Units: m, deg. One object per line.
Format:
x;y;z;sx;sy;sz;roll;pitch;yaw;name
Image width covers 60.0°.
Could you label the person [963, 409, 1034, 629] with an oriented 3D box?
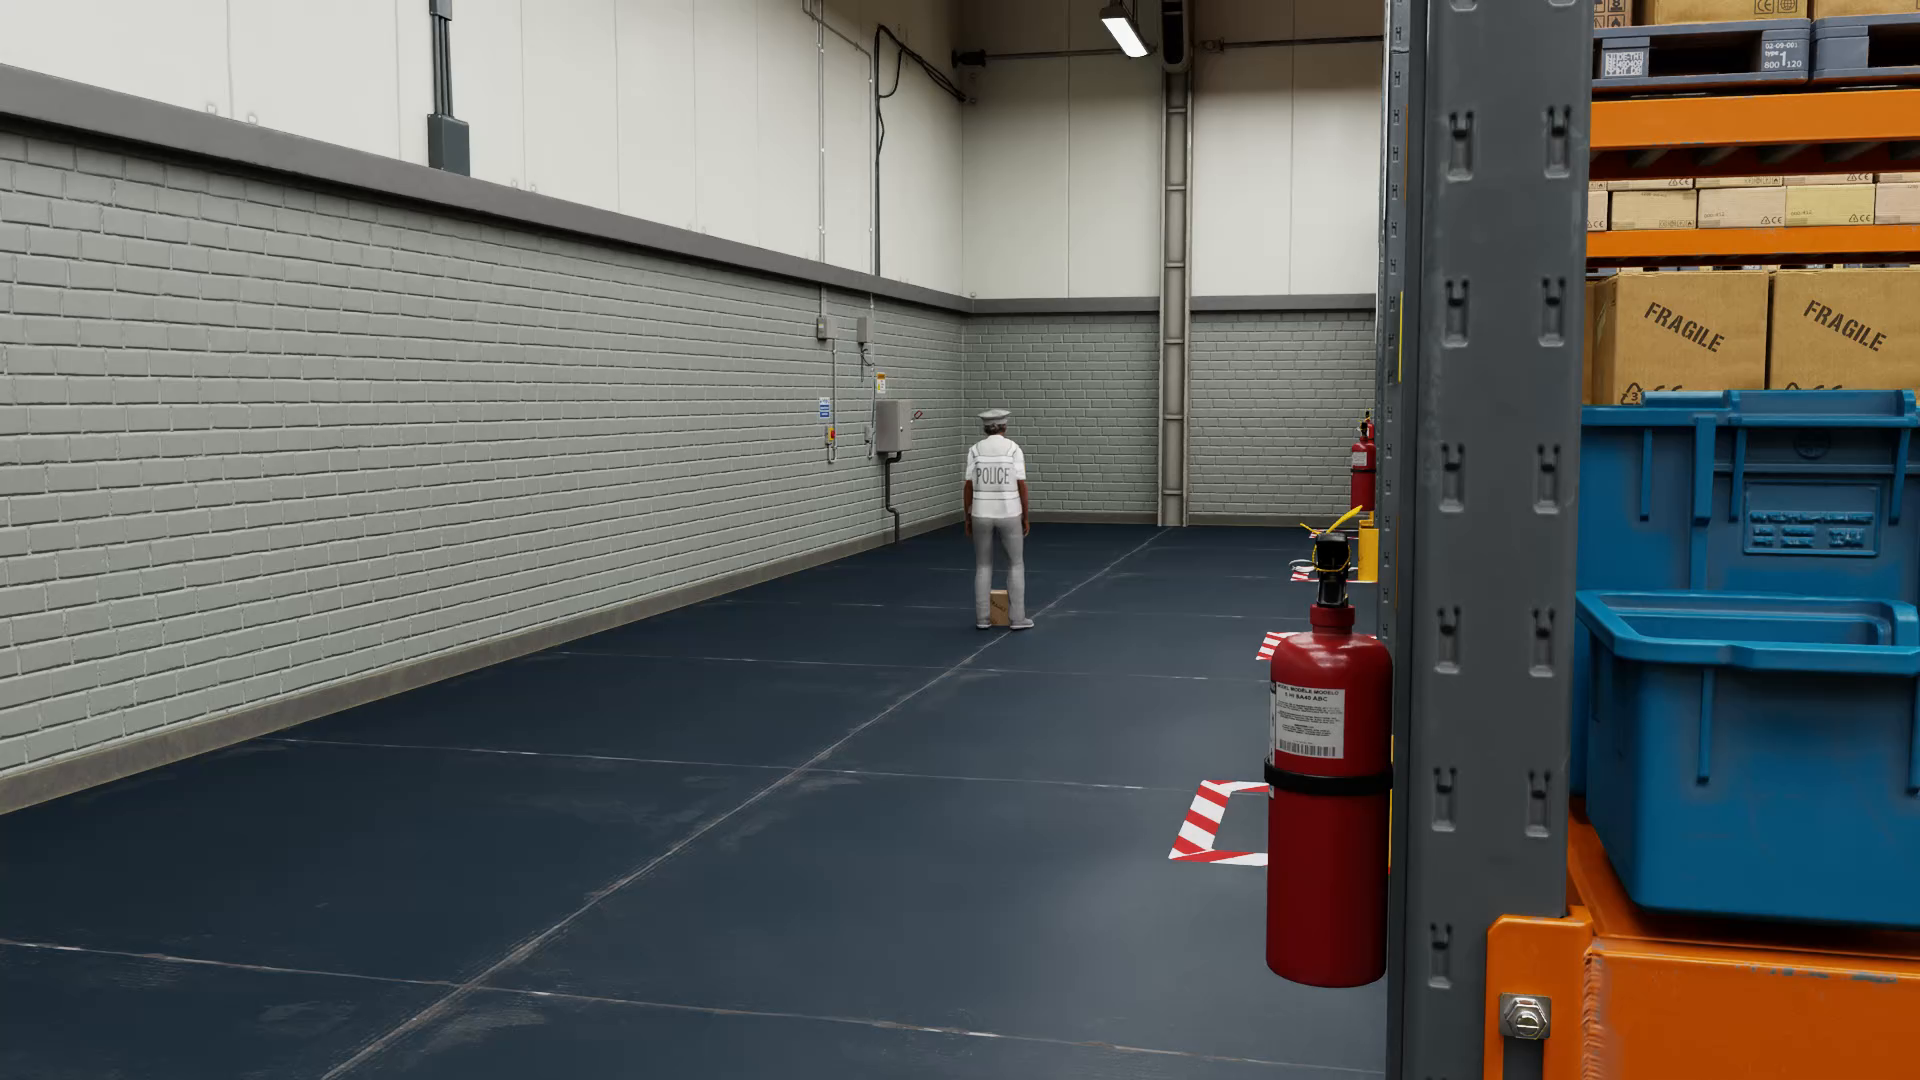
0.290;-0.155;12.577;0.526;1.658;0.396;1;5;10;person
